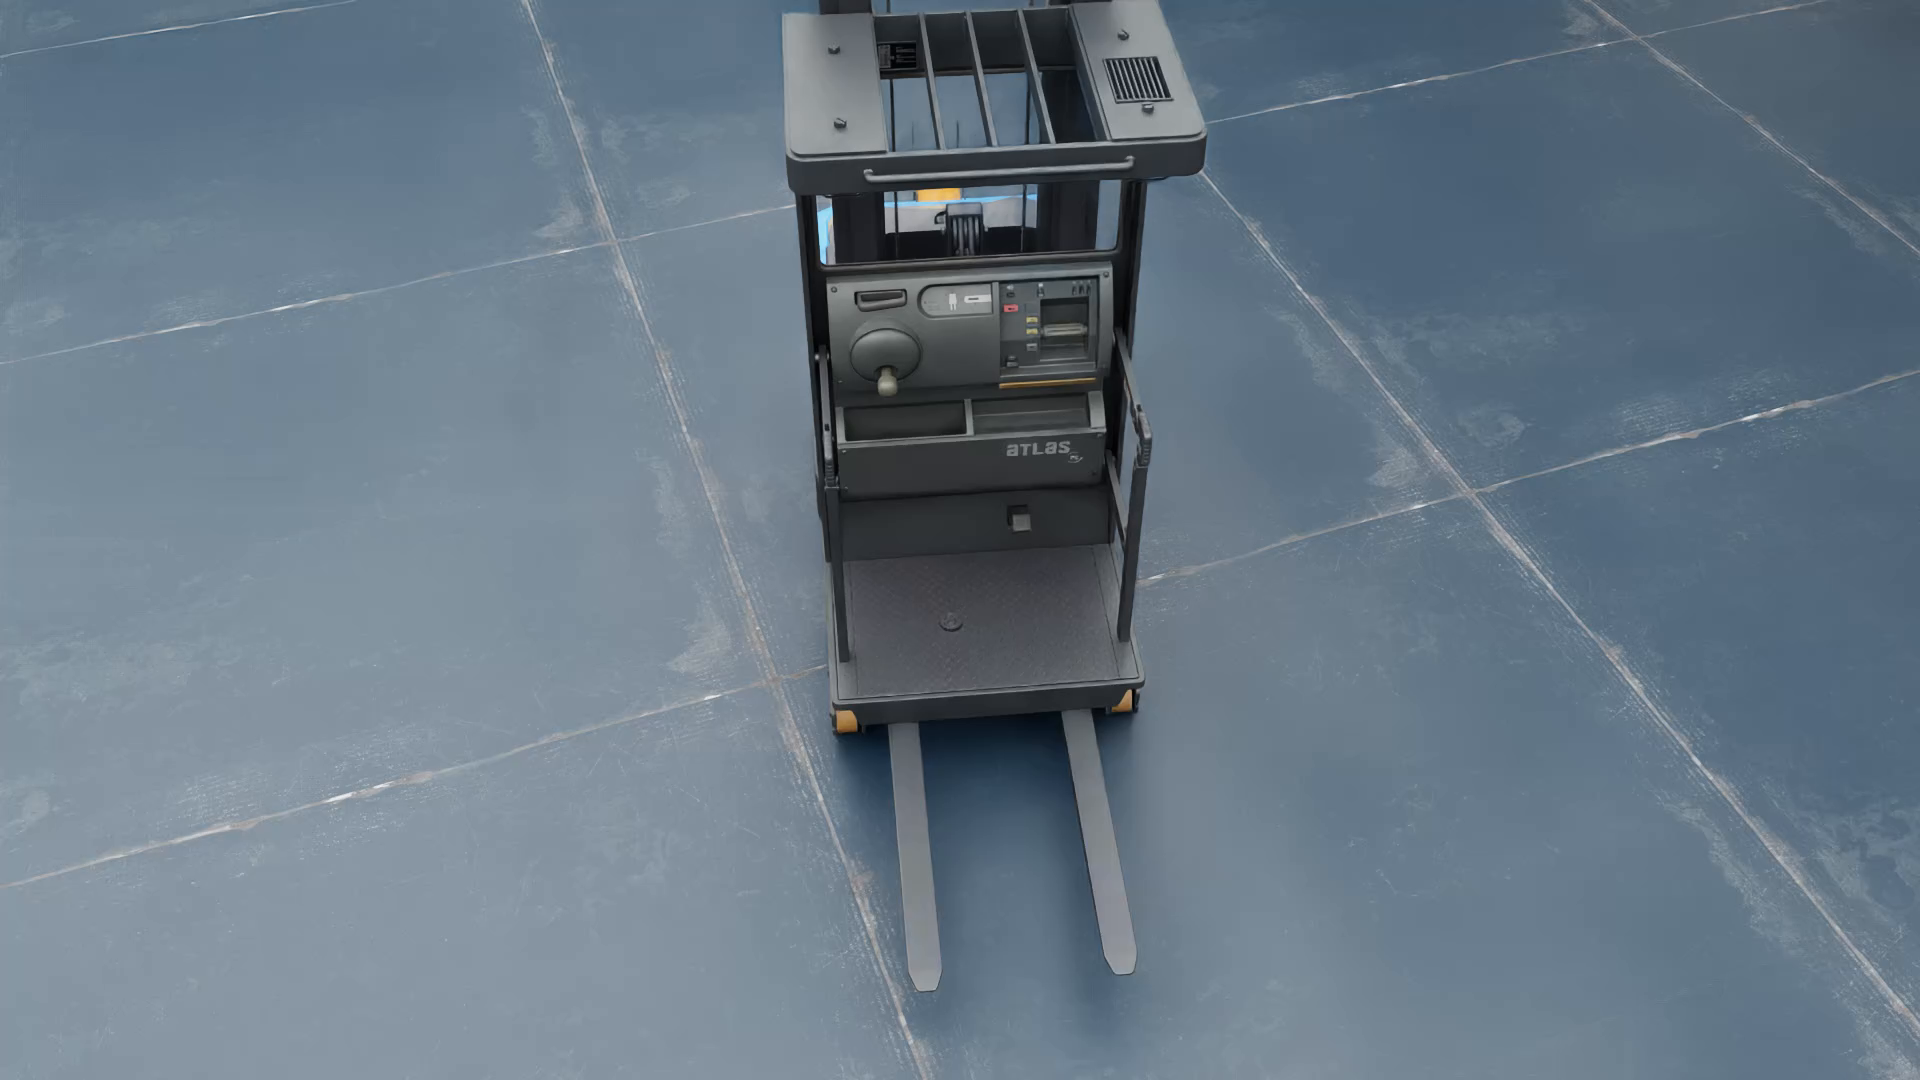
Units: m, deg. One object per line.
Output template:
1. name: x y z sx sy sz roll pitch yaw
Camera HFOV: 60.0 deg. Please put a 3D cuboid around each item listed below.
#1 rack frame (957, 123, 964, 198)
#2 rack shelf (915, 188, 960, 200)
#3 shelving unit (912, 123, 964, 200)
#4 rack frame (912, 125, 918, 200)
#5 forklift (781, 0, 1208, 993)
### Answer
1. rack frame: 0.002 -1.174 7.067 0.006 1.200 0.240 -4 43 -4
2. rack shelf: -0.090 -1.398 6.845 0.180 0.103 0.258 -4 43 -4
3. shelving unit: -0.089 -1.168 7.061 0.189 1.200 0.258 -4 43 -4
4. rack frame: -0.181 -1.162 7.055 0.006 1.200 0.240 -4 43 -4
5. forklift: 0.059 -0.591 5.270 1.130 2.935 3.031 -4 45 -4
